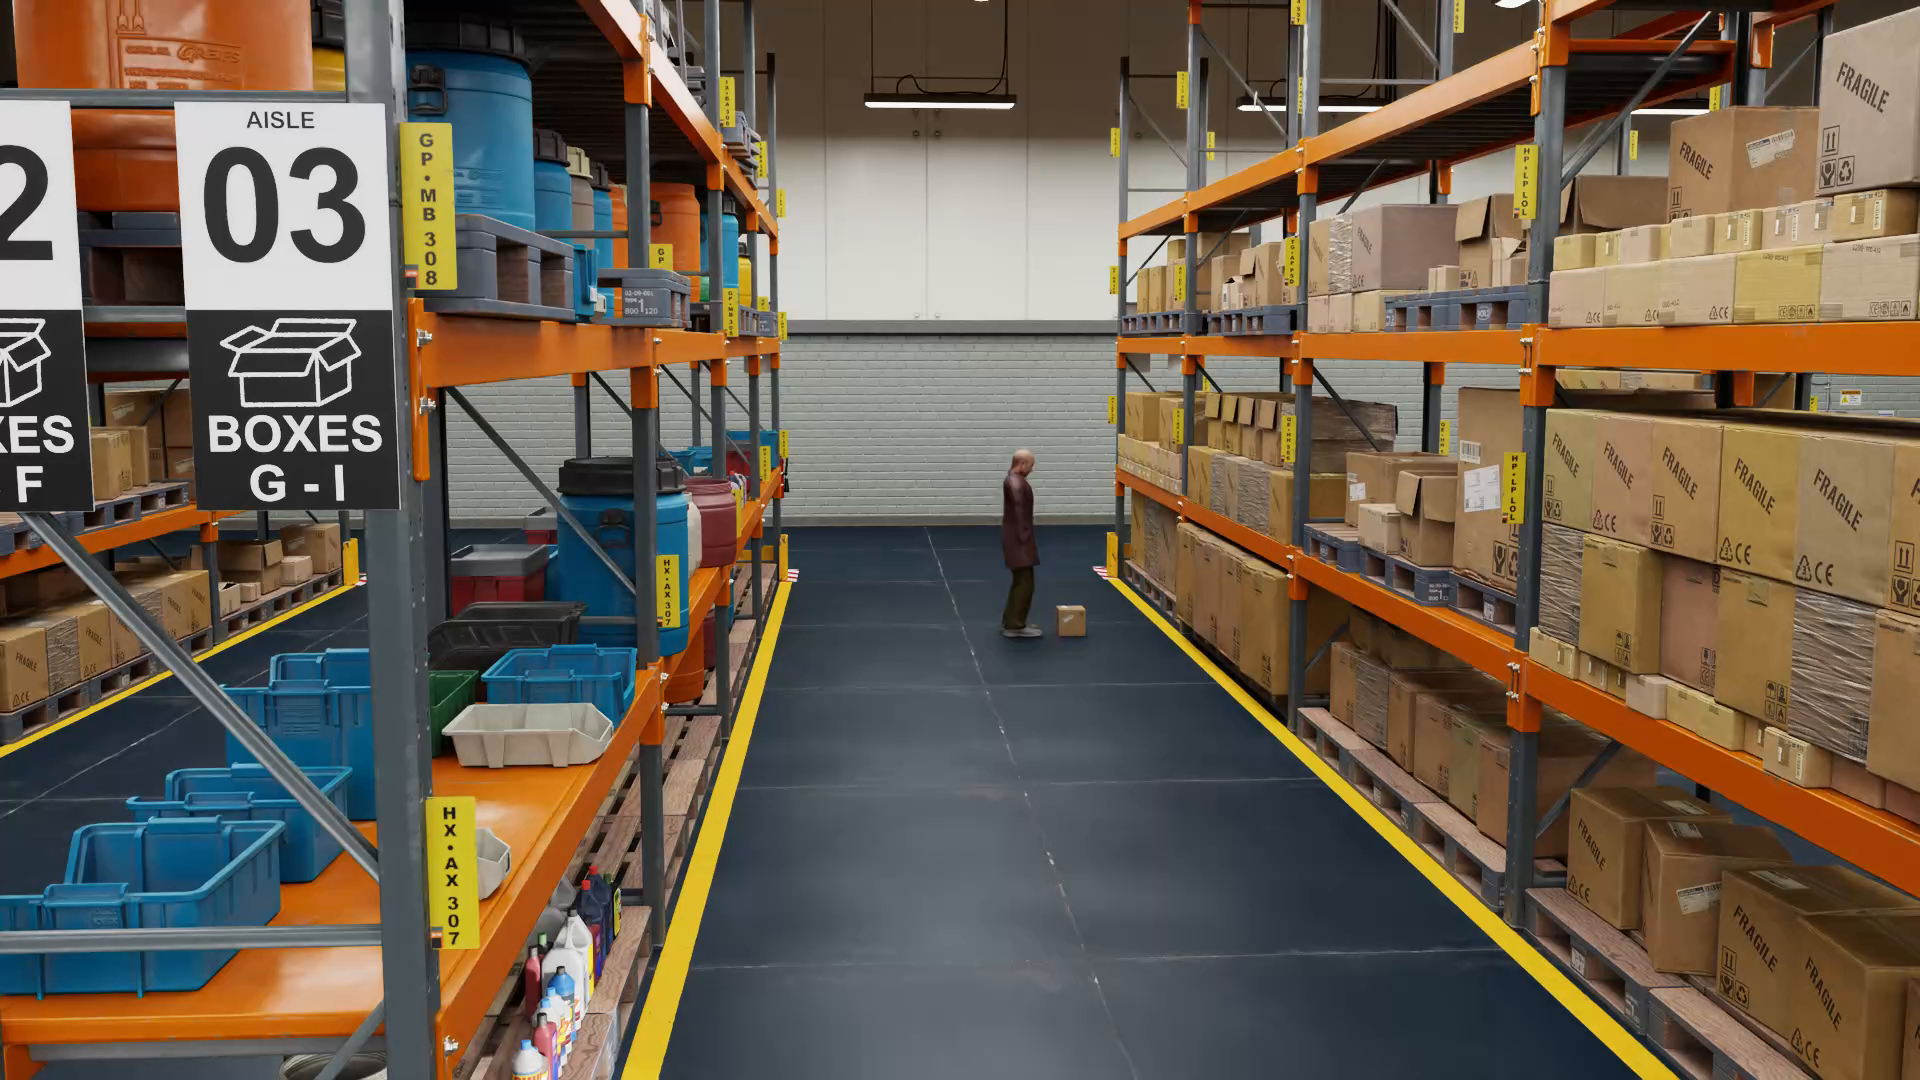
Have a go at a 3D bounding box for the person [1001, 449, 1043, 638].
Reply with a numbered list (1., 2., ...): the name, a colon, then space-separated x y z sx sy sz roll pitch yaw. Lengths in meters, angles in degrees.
1. person: 0.581 0.024 15.706 0.382 1.761 0.569 0 7 -3
